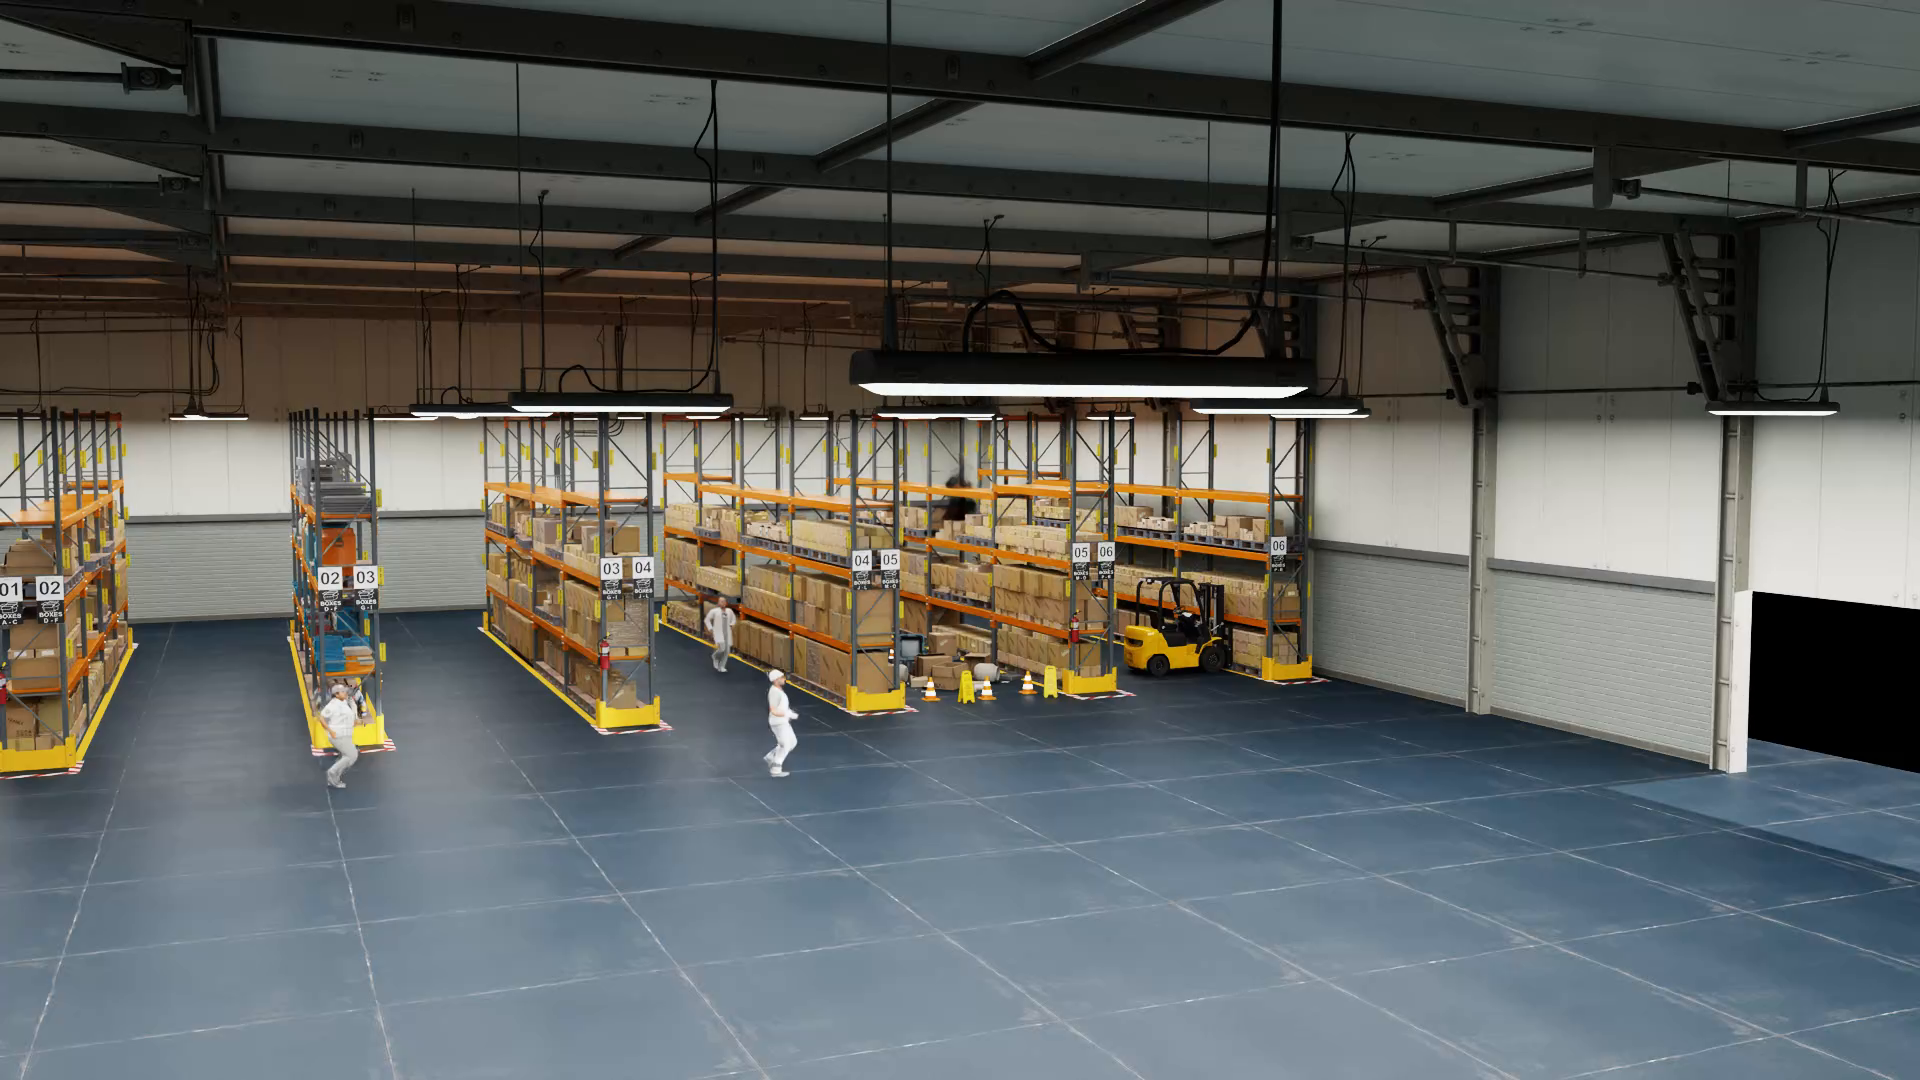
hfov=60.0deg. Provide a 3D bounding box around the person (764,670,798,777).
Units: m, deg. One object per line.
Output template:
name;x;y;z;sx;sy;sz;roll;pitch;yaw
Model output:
person;-2.892;2.963;26.897;0.601;1.740;0.649;0;4;0

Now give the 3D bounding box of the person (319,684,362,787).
person;-9.674;3.076;26.094;0.575;1.629;0.592;0;4;-1

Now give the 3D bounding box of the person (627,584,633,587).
person;-9.218;1.688;46.420;0.630;1.592;0.592;-1;4;-18

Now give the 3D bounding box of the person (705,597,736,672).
person;-5.436;2.181;38.157;0.700;1.731;0.628;-2;5;-30
